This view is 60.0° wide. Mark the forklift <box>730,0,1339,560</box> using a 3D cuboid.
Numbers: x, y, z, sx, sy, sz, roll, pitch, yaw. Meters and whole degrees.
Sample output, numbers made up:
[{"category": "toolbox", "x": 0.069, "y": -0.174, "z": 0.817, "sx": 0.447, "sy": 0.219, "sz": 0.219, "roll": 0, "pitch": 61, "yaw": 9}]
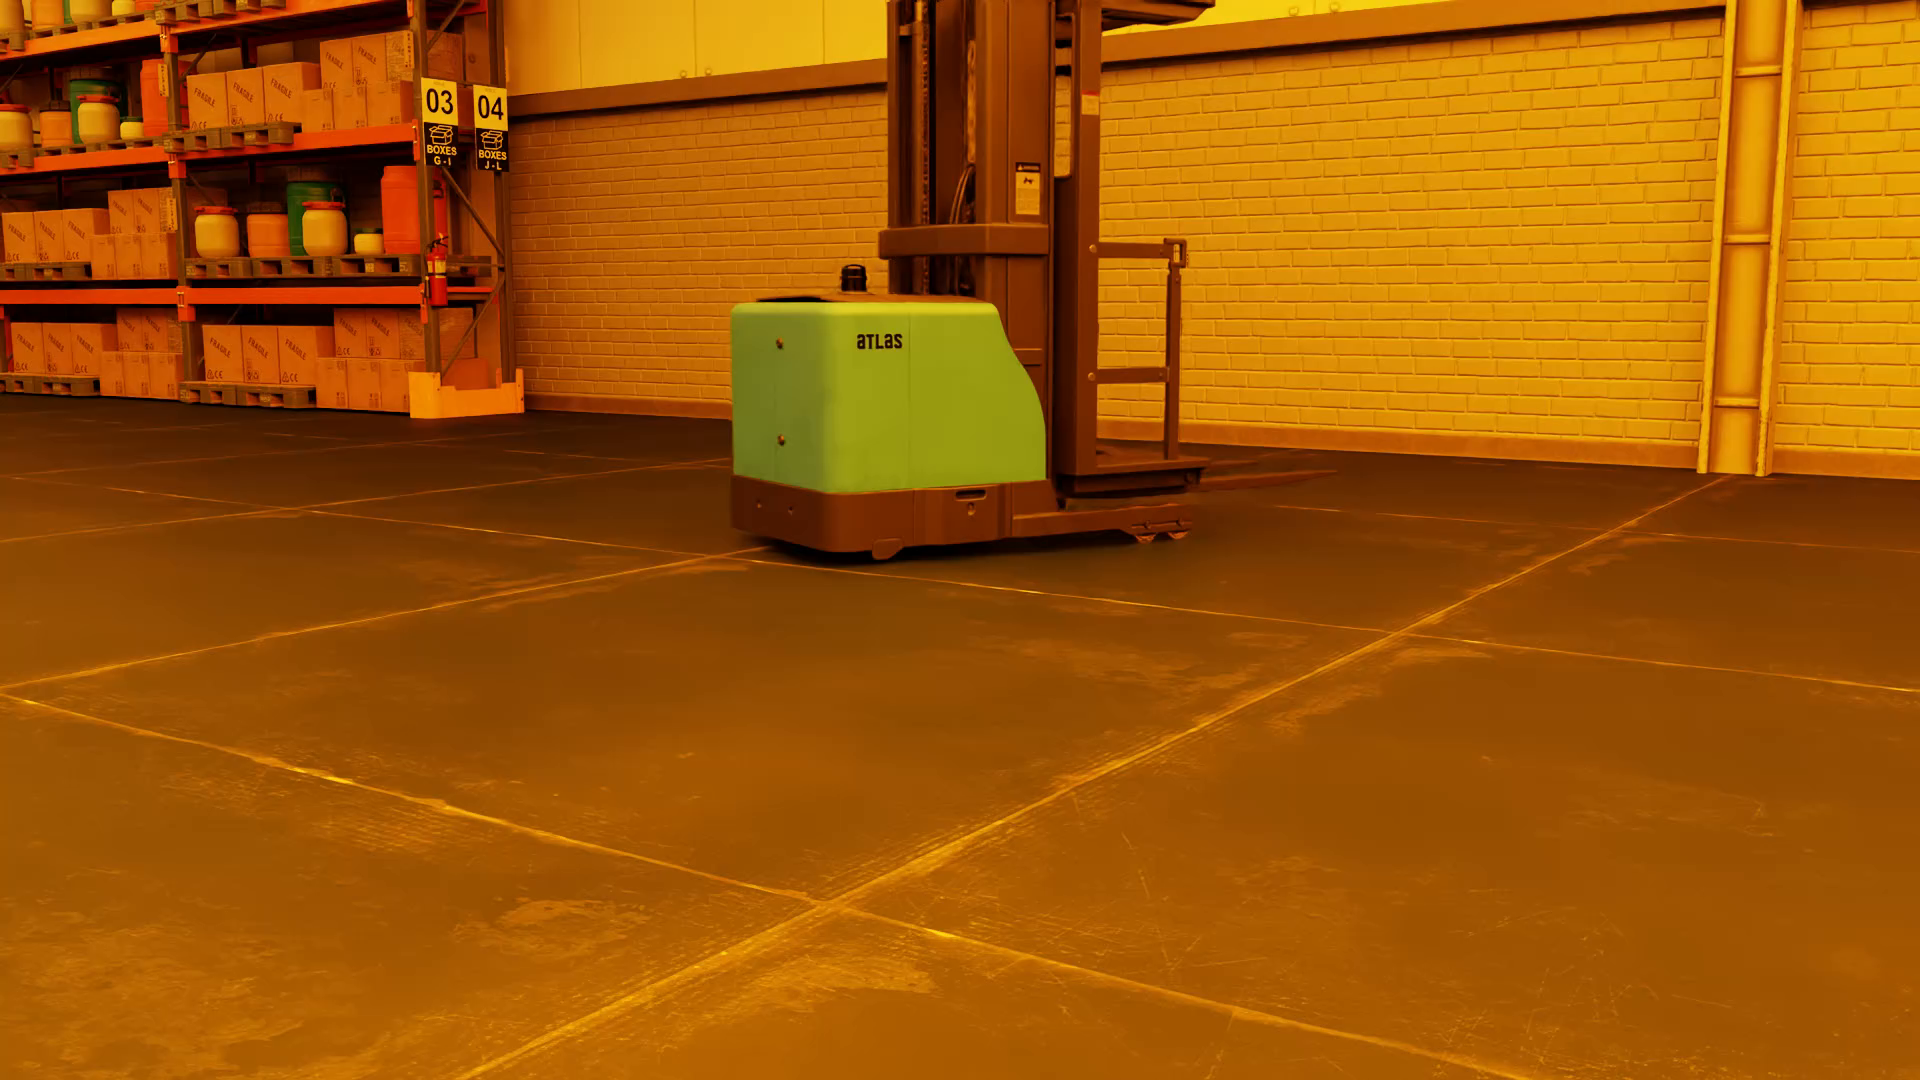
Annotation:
[{"category": "forklift", "x": 0.478, "y": -1.501, "z": 7.747, "sx": 3.031, "sy": 2.935, "sz": 1.130, "roll": -5, "pitch": 10, "yaw": -33}]
